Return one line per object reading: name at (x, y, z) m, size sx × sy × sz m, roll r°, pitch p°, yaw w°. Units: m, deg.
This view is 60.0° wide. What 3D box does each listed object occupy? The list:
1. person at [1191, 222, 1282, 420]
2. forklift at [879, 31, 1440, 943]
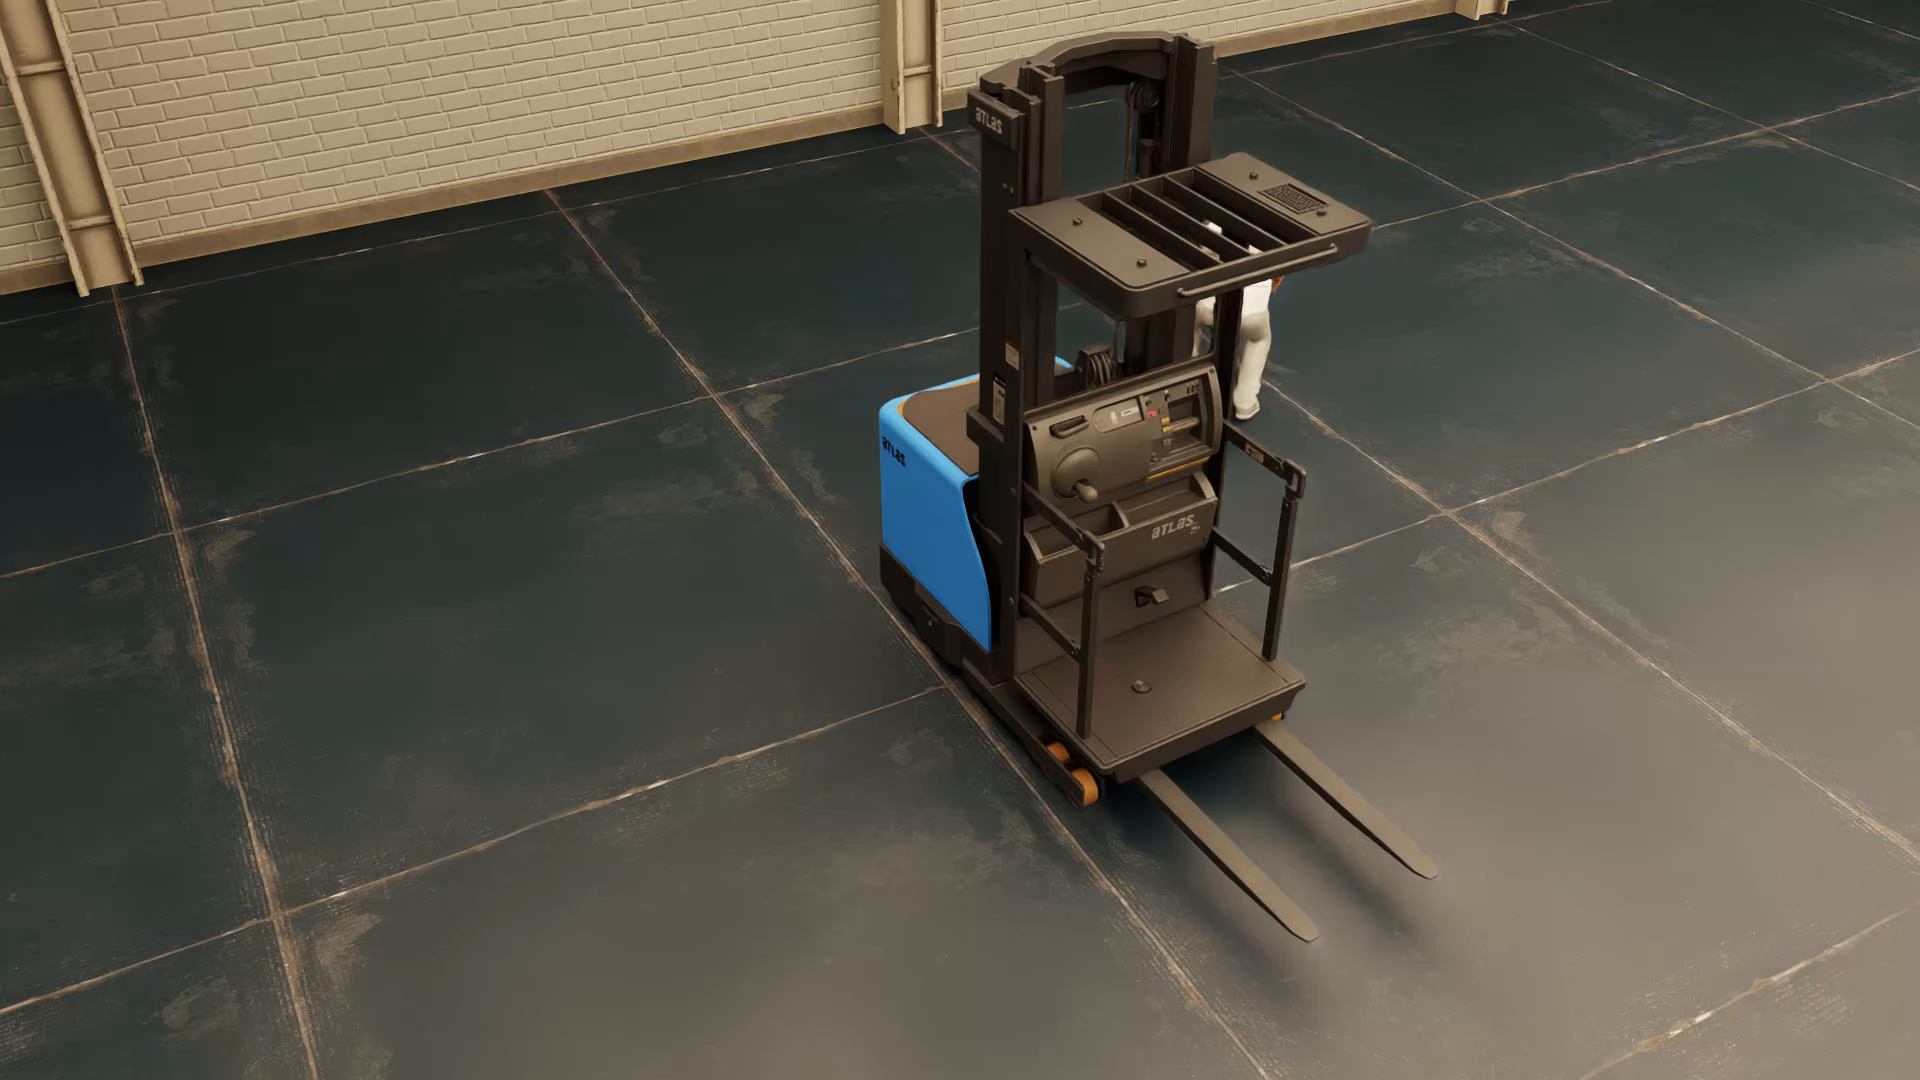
person at (1.499, -1.392, 9.298) m, size 0.755 × 1.572 × 0.556 m, roll 1°, pitch 35°, yaw 2°
forklift at (0.796, -0.371, 6.648) m, size 1.130 × 2.935 × 3.031 m, roll -19°, pitch 40°, yaw -25°
